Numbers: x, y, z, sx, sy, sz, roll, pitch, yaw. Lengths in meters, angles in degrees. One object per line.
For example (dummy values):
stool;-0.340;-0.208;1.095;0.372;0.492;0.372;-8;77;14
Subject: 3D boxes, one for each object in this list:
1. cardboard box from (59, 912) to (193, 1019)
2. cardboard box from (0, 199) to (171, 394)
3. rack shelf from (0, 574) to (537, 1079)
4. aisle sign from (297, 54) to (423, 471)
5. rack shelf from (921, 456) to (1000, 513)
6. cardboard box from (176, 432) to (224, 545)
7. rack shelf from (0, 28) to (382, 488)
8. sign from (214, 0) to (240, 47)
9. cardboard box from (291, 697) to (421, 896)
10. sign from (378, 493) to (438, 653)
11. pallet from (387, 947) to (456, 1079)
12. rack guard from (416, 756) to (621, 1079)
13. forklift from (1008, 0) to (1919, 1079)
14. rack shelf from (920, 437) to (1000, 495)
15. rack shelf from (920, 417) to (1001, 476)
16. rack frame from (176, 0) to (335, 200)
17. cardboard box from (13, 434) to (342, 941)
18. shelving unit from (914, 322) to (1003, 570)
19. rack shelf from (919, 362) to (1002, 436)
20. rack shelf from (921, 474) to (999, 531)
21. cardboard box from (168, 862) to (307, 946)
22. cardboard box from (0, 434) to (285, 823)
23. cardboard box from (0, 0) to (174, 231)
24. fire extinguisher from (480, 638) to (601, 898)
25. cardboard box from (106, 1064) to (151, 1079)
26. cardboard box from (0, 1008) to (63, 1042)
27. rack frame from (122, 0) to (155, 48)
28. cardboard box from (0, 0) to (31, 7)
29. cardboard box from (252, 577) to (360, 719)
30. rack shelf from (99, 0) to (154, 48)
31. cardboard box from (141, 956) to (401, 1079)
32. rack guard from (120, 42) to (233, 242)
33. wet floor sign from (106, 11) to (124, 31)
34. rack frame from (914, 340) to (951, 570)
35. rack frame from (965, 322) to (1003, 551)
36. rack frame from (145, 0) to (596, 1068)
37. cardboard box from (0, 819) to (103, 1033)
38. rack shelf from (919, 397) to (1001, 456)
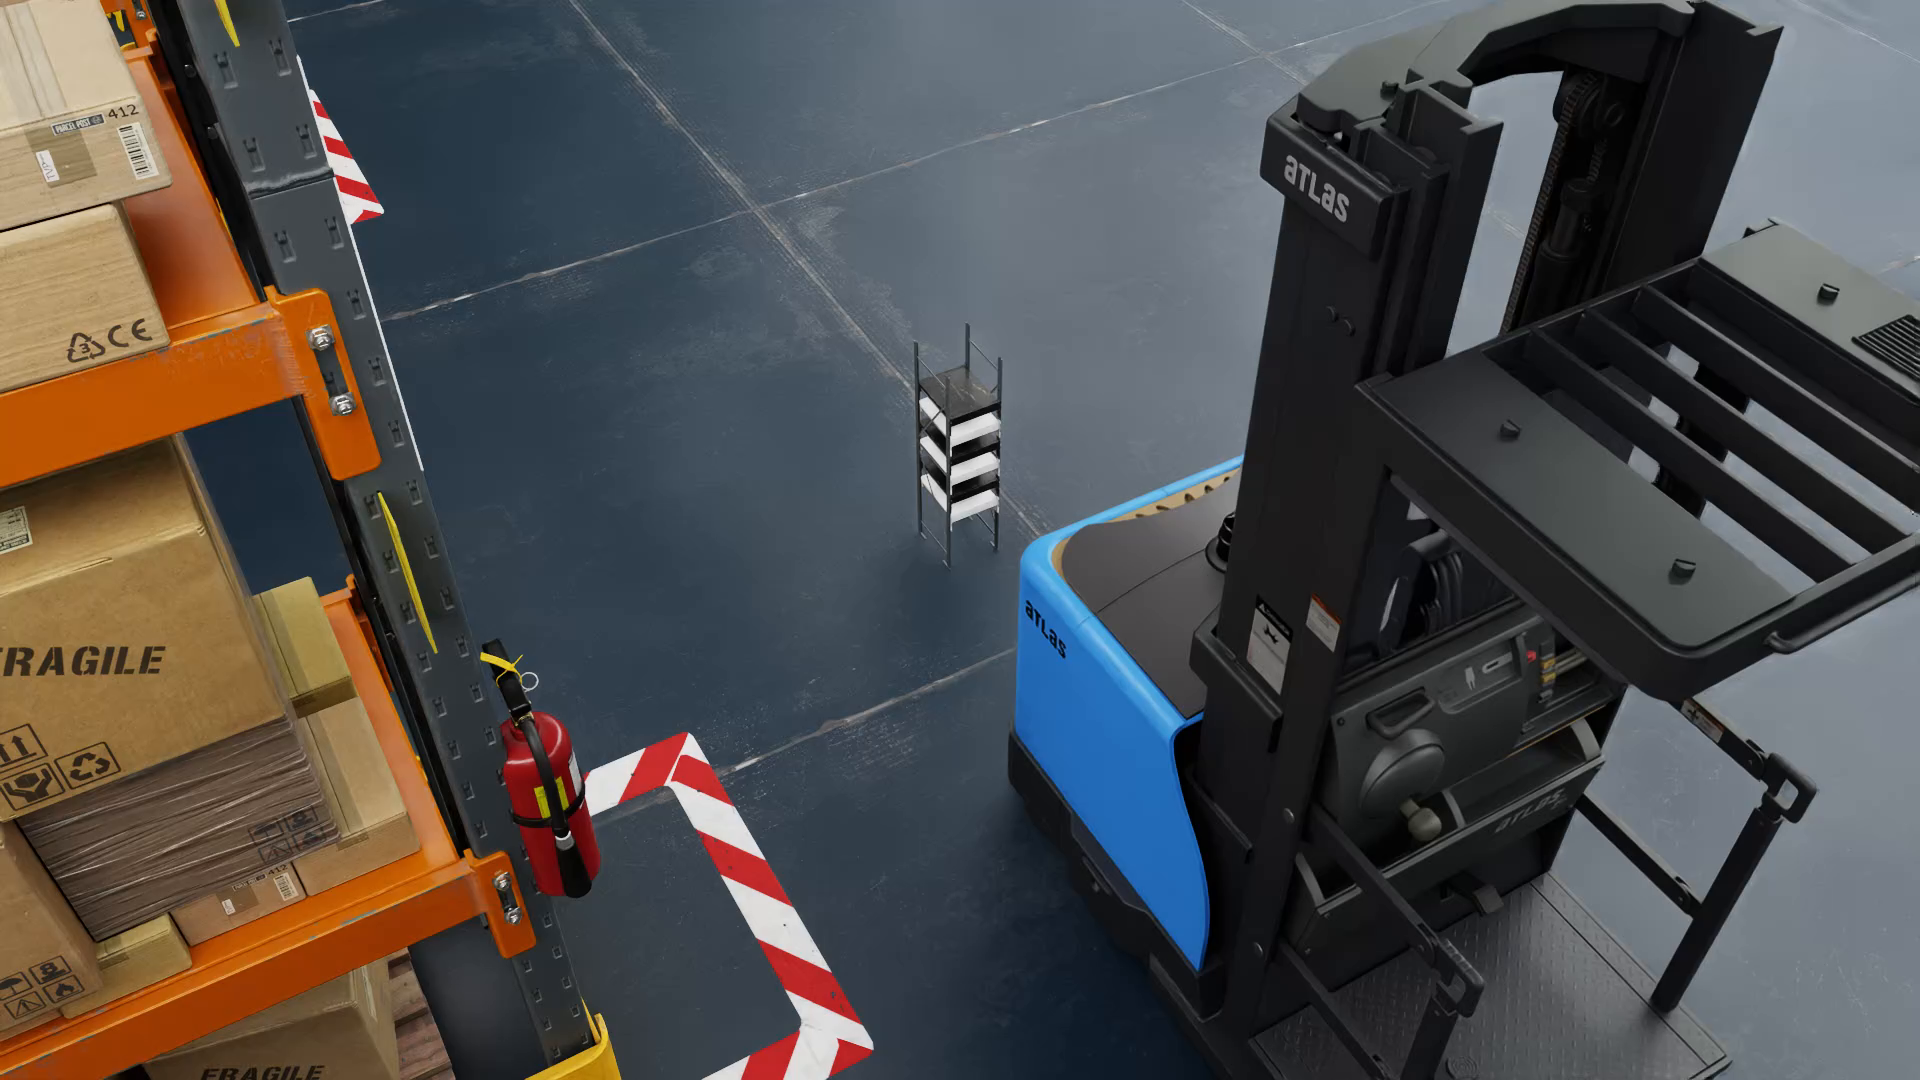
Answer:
cardboard box;-1.798;0.768;3.486;0.250;0.149;0.380;-22;48;-21
cardboard box;-1.537;-0.452;2.516;0.500;0.250;0.500;-21;48;-20
rack shelf;-2.979;1.202;3.374;4.000;0.370;1.077;-22;48;-21
aisle sign;-1.042;-0.524;2.769;0.004;0.787;0.394;-22;48;-21
rack shelf;-0.007;-0.232;6.020;0.200;0.077;0.258;-22;48;-21
cardboard box;-1.858;-0.226;3.325;0.500;0.500;0.500;-22;48;-21
rack shelf;-2.979;0.125;2.330;4.000;0.370;1.077;-22;48;-21
sign;-0.986;-0.802;2.133;0.005;0.325;0.100;-22;48;-21
cardboard box;-1.390;0.563;3.696;0.250;0.149;0.380;-22;48;-21
sign;-0.986;0.063;2.973;0.005;0.325;0.100;-22;48;-21
pallet;-2.033;1.537;4.514;1.213;0.211;1.003;-22;48;-21
rack guard;-1.311;1.173;4.682;0.348;0.500;1.175;-22;48;-21
forklift;1.324;0.457;3.675;1.130;2.935;3.031;-22;48;-21
rack shelf;-0.007;-0.296;5.957;0.200;0.077;0.258;-22;48;-21
rack shelf;-0.007;-0.361;5.894;0.200;0.077;0.258;-22;48;-21
rack frame;-1.245;-1.903;1.750;0.127;3.000;1.000;-22;48;-21
cardboard box;-1.736;0.281;3.521;0.500;0.500;0.875;-22;48;-21
shelving unit;-0.007;-0.320;5.934;0.210;0.900;0.258;-22;48;-21
rack shelf;-0.007;-0.490;5.769;0.200;0.077;0.258;-22;48;-21
rack shelf;-0.007;-0.167;6.082;0.200;0.077;0.258;-22;48;-21
cardboard box;-1.607;0.650;3.607;0.250;0.149;0.380;-22;48;-21
cardboard box;-1.599;0.088;3.002;0.500;0.500;0.500;-22;48;-21
cardboard box;-1.331;-0.631;2.414;0.250;0.149;0.380;-22;48;-21
fire extinguisher;-0.916;0.516;3.620;0.183;0.674;0.296;-22;48;-21
cardboard box;-2.296;1.431;4.115;0.500;0.500;0.500;-10;45;-10
cardboard box;-2.022;0.845;3.406;0.250;0.149;0.380;-22;48;-21
rack frame;-3.629;-2.781;6.961;0.127;3.000;1.000;-22;48;-21
cardboard box;-1.599;-0.960;2.753;0.250;0.149;0.380;-22;48;-21
cardboard box;-1.611;0.295;3.973;0.250;0.149;0.380;-22;48;-21
rack shelf;-5.363;-1.828;6.497;4.000;0.370;1.077;-22;48;-21
cardboard box;-1.795;1.203;4.350;0.500;0.500;0.500;-14;46;-14
rack guard;-3.608;-1.892;7.840;0.348;0.500;1.175;-22;48;-21
wet floor sign;-4.590;-3.141;9.024;0.232;0.644;0.267;-30;52;-27
rack frame;-0.095;-0.285;5.897;0.006;0.900;0.240;-22;48;-21
rack frame;0.081;-0.355;5.970;0.006;0.900;0.240;-22;48;-21
rack frame;-1.245;0.250;3.839;0.127;3.000;1.000;-22;48;-21
cardboard box;-2.110;0.527;3.268;0.500;0.500;0.875;-22;48;-21
rack shelf;-0.007;-0.425;5.832;0.200;0.077;0.258;-22;48;-21
